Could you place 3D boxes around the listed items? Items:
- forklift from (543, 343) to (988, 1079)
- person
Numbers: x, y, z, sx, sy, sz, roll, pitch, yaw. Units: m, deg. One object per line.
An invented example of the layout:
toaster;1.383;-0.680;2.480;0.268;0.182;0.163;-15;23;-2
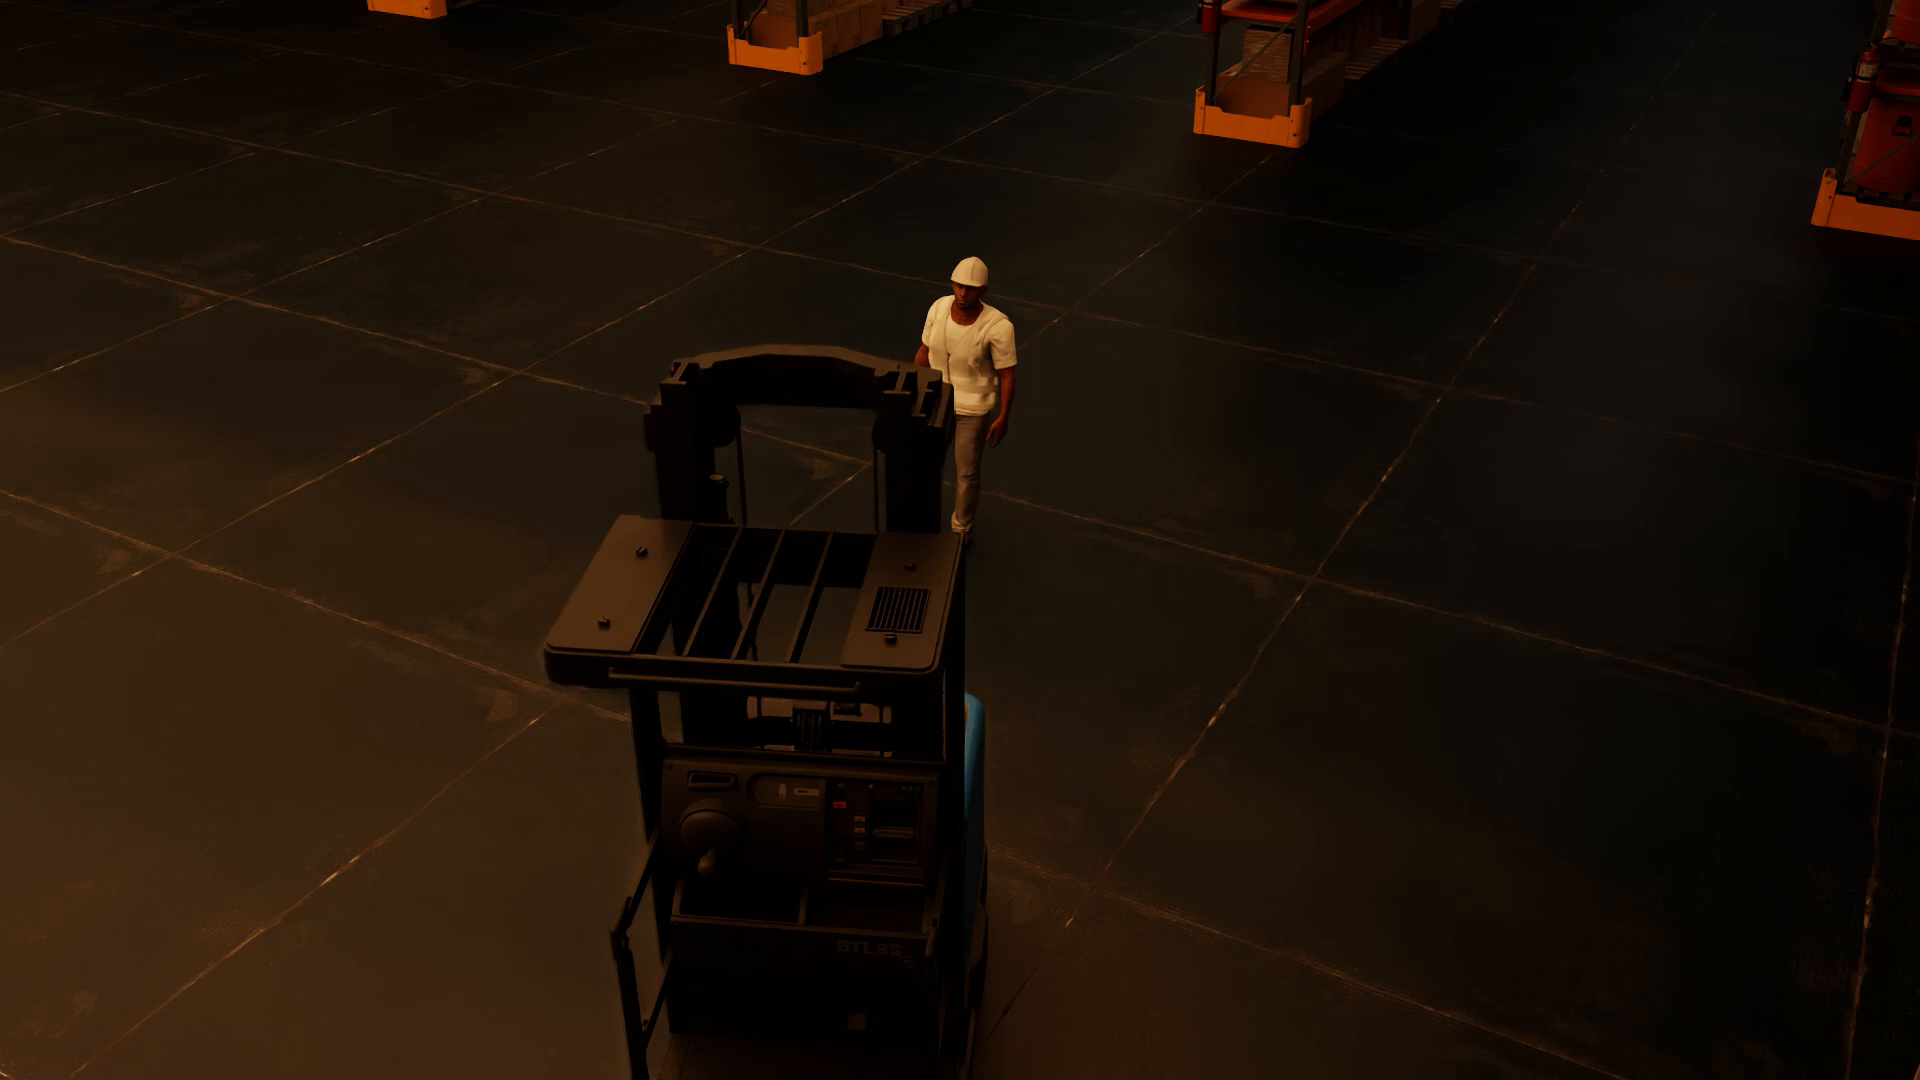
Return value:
forklift;-0.554;0.988;5.359;1.130;2.935;3.031;3;30;5
person;-0.039;-0.742;9.507;0.665;1.768;0.575;15;33;25
